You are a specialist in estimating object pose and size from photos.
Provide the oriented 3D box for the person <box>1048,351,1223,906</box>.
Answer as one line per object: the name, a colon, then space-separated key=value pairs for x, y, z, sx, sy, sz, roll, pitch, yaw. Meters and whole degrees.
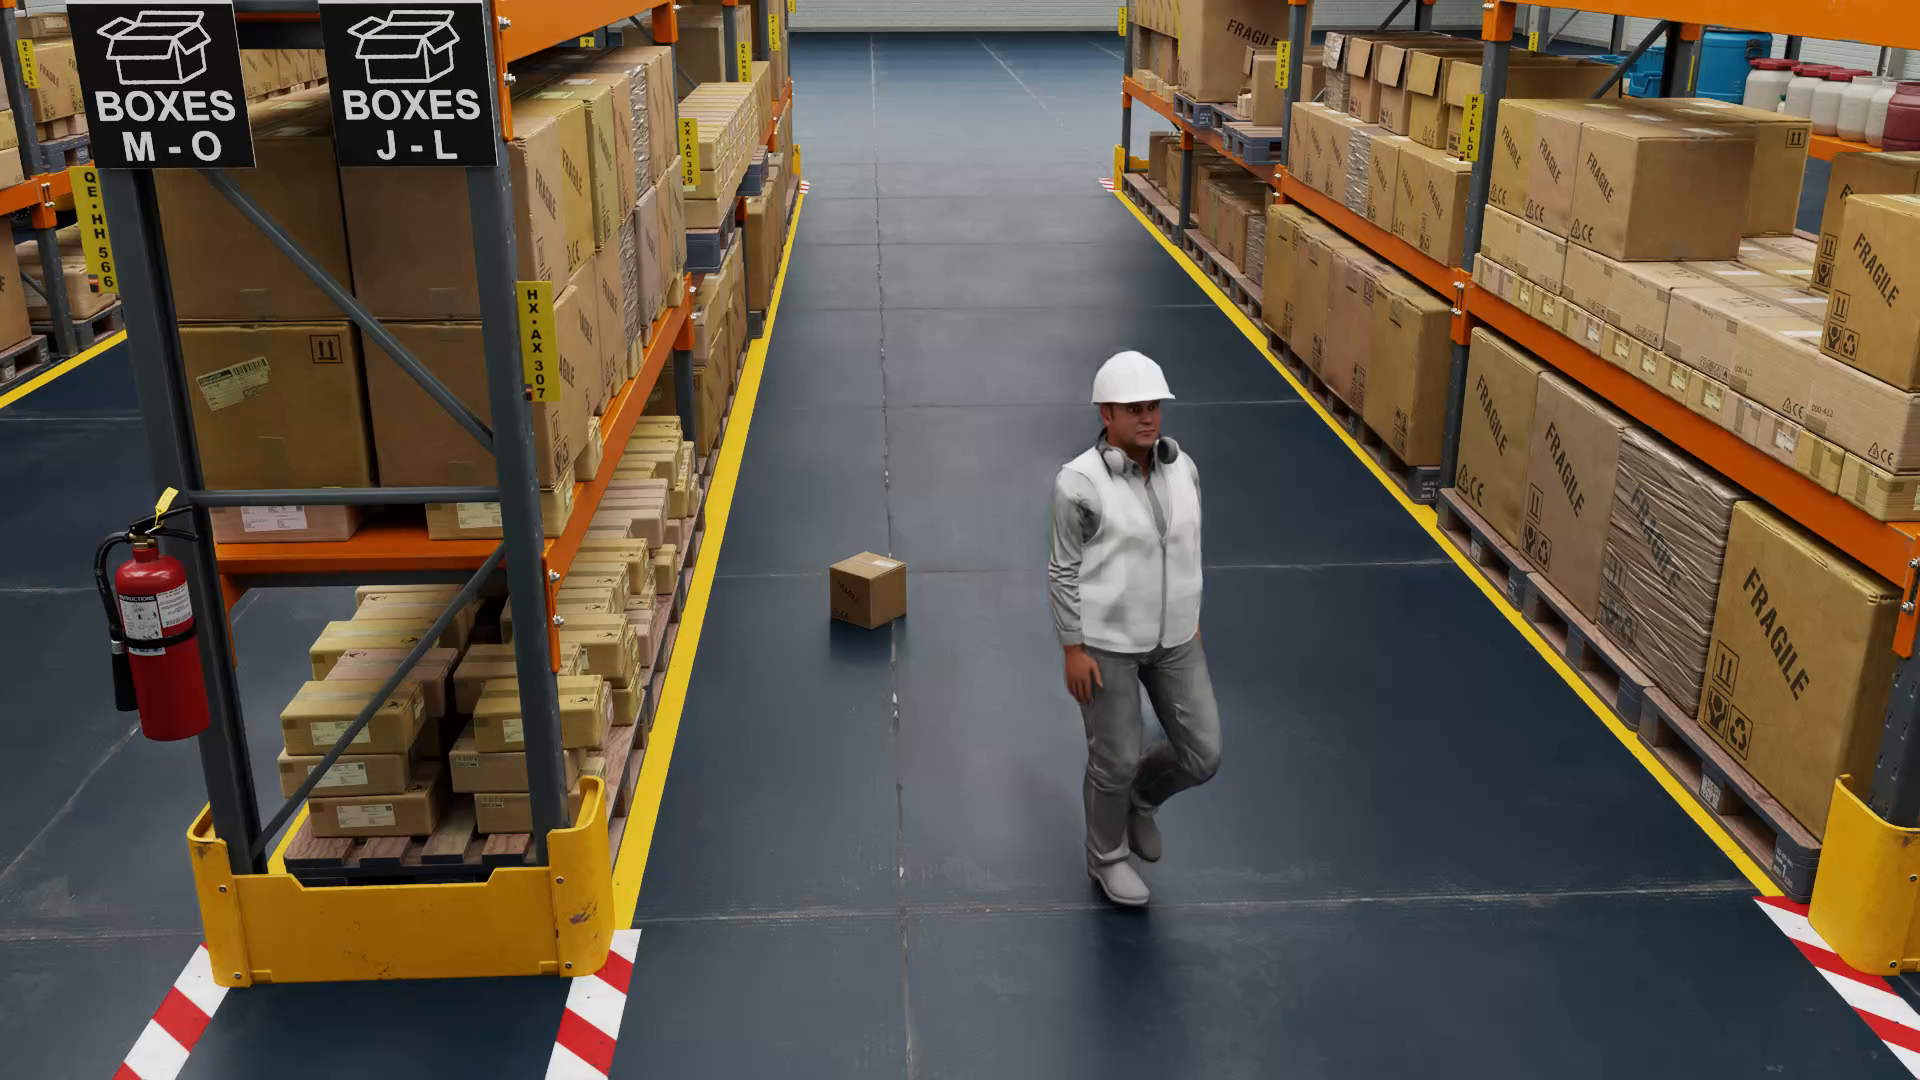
person: x=0.542 y=0.295 z=5.153 sx=0.556 sy=1.765 sz=0.467 roll=-10 pitch=22 yaw=-25
